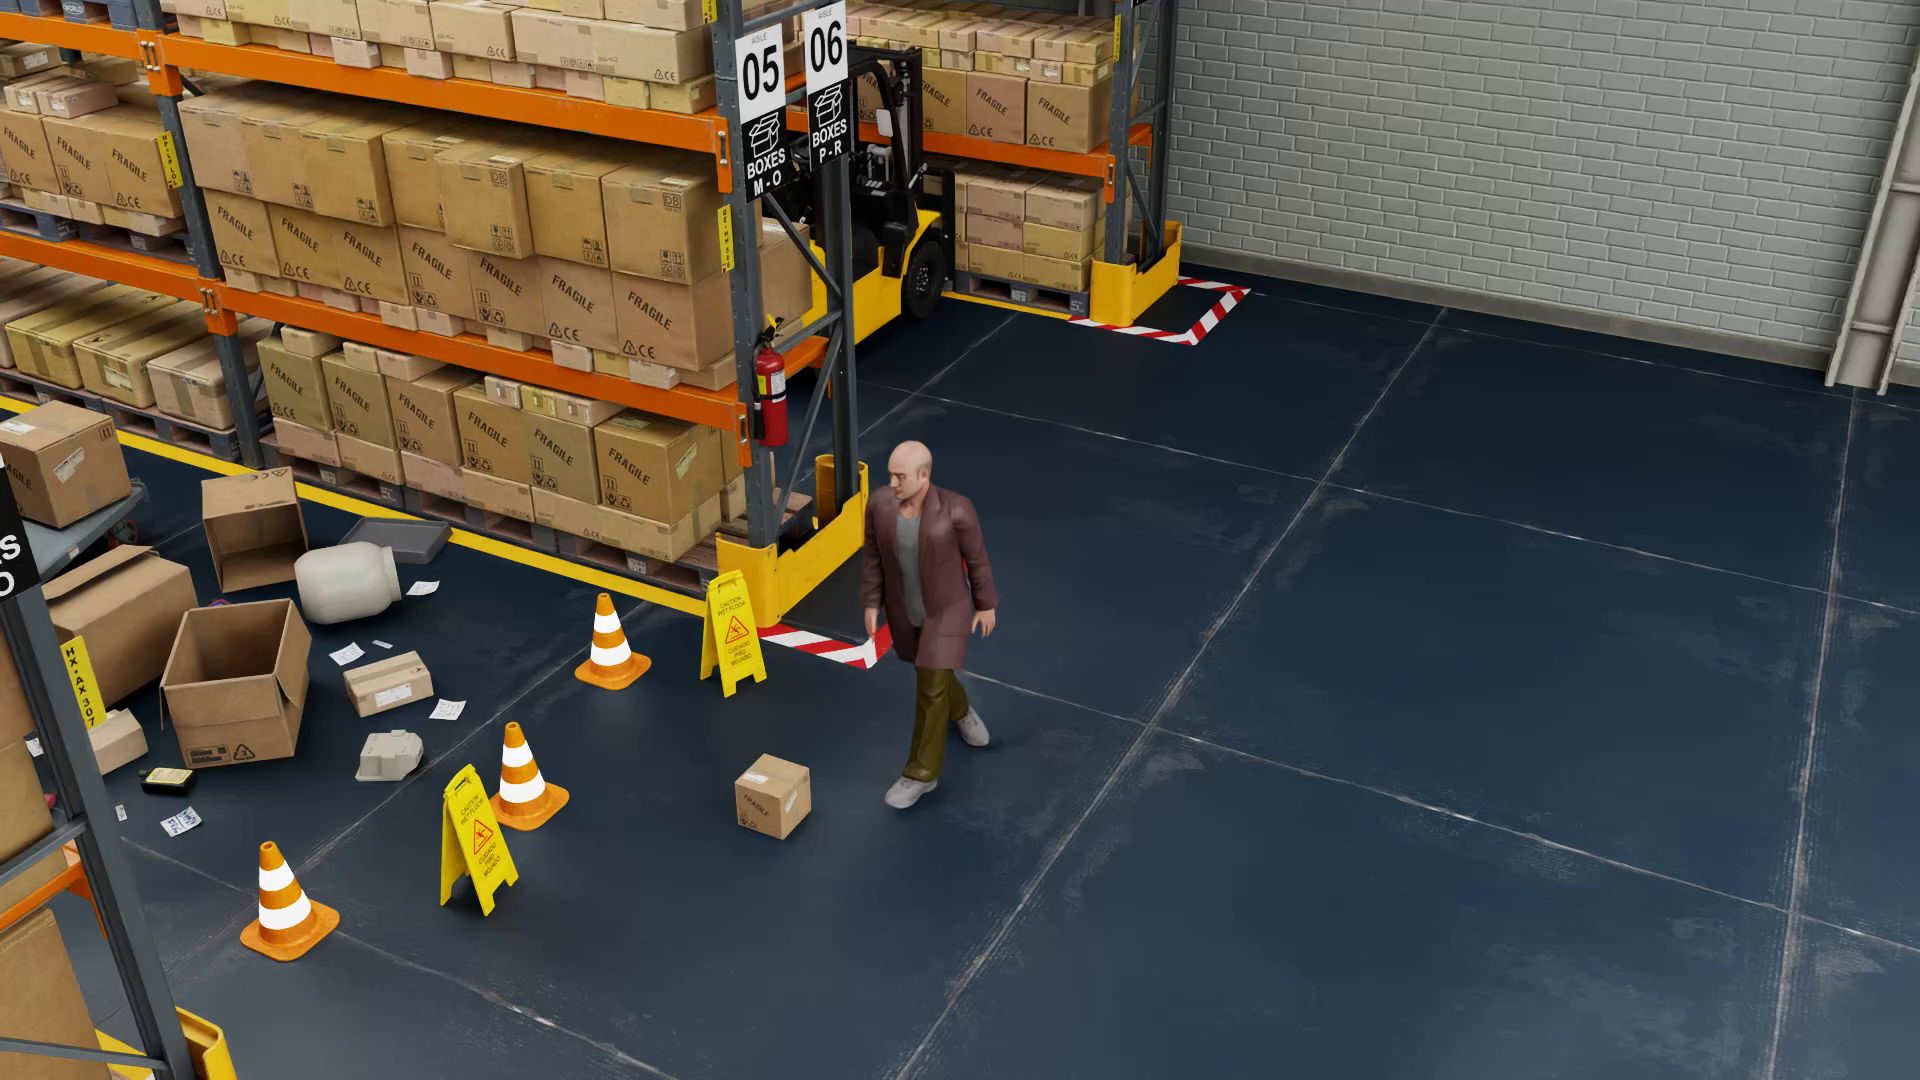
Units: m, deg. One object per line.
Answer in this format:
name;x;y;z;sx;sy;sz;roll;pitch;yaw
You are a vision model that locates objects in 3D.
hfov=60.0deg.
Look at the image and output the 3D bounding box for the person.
person;-0.403;0.379;7.632;0.644;1.781;0.610;20;35;31
